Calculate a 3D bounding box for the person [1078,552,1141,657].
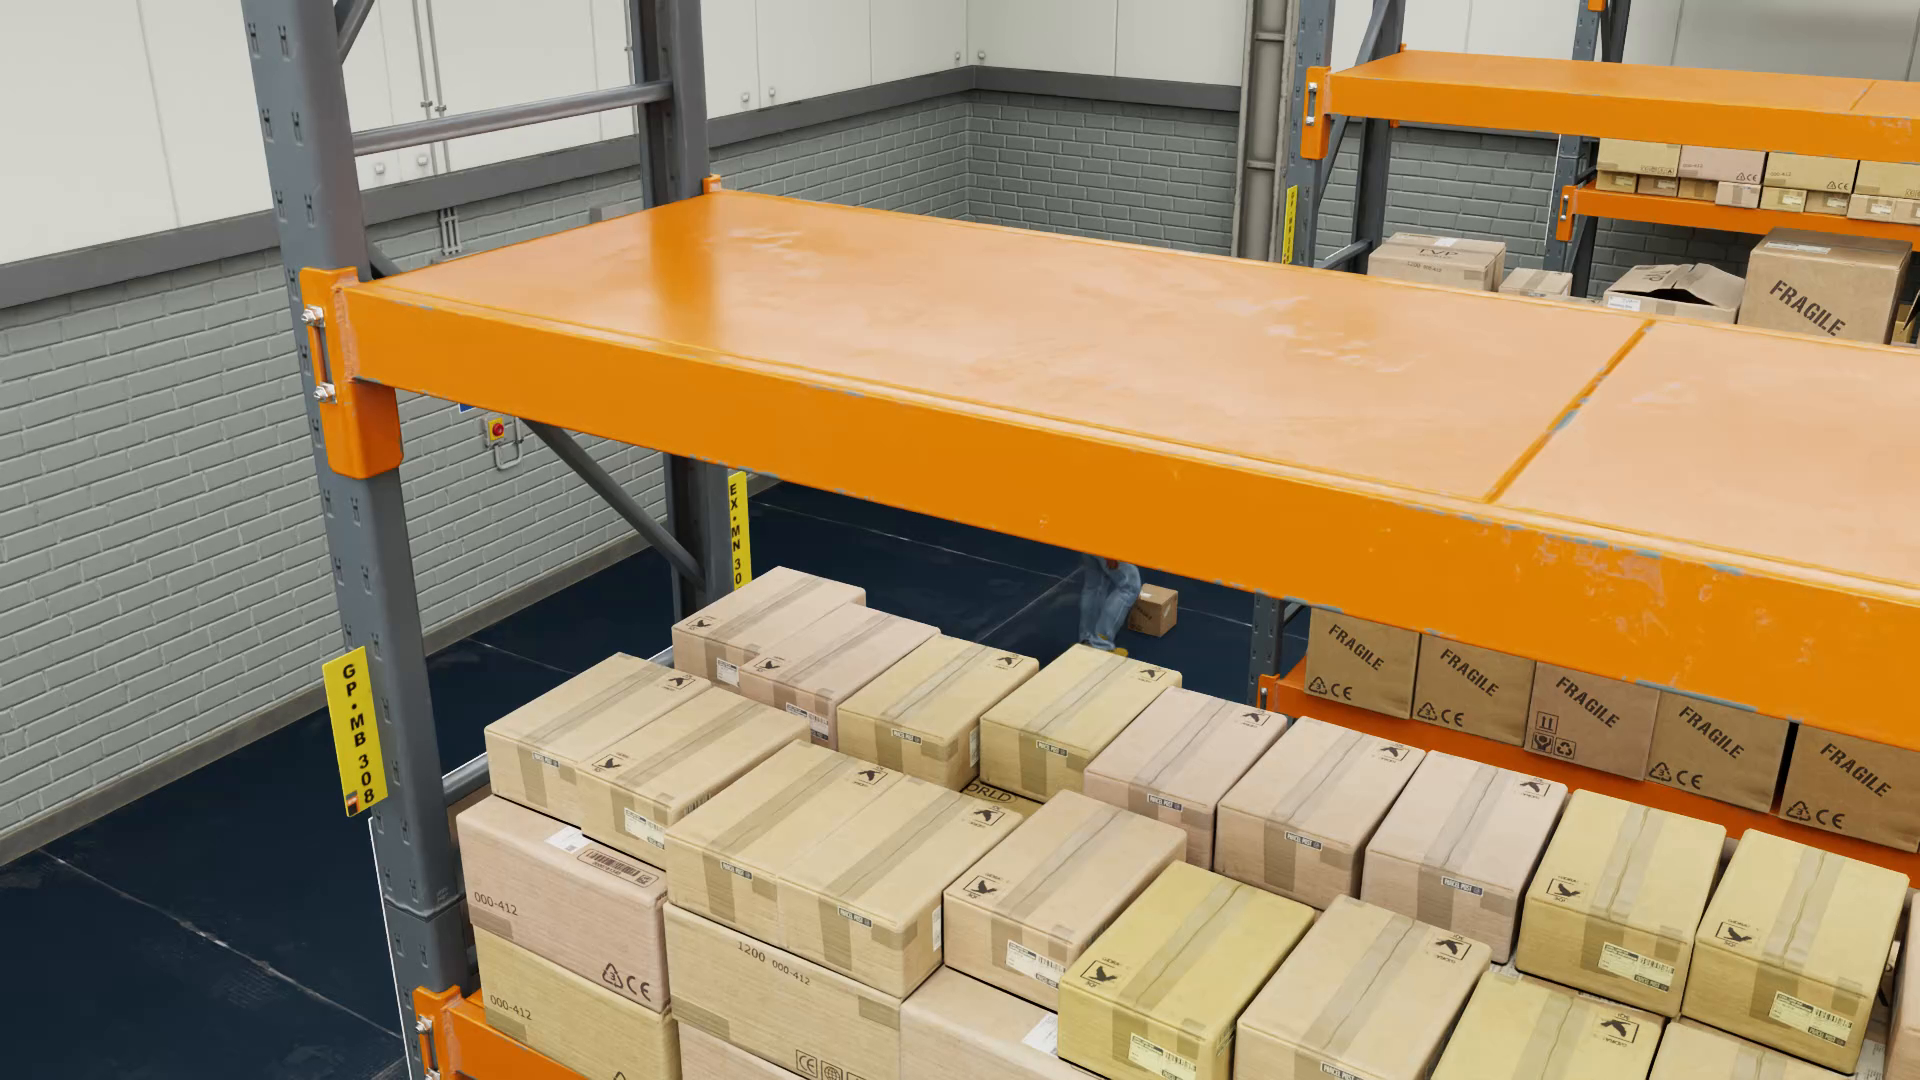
[{"bbox_3d":[0.925,-0.056,10.651,0.439,1.772,0.602,-2,23,-6],"label":"person"}]
